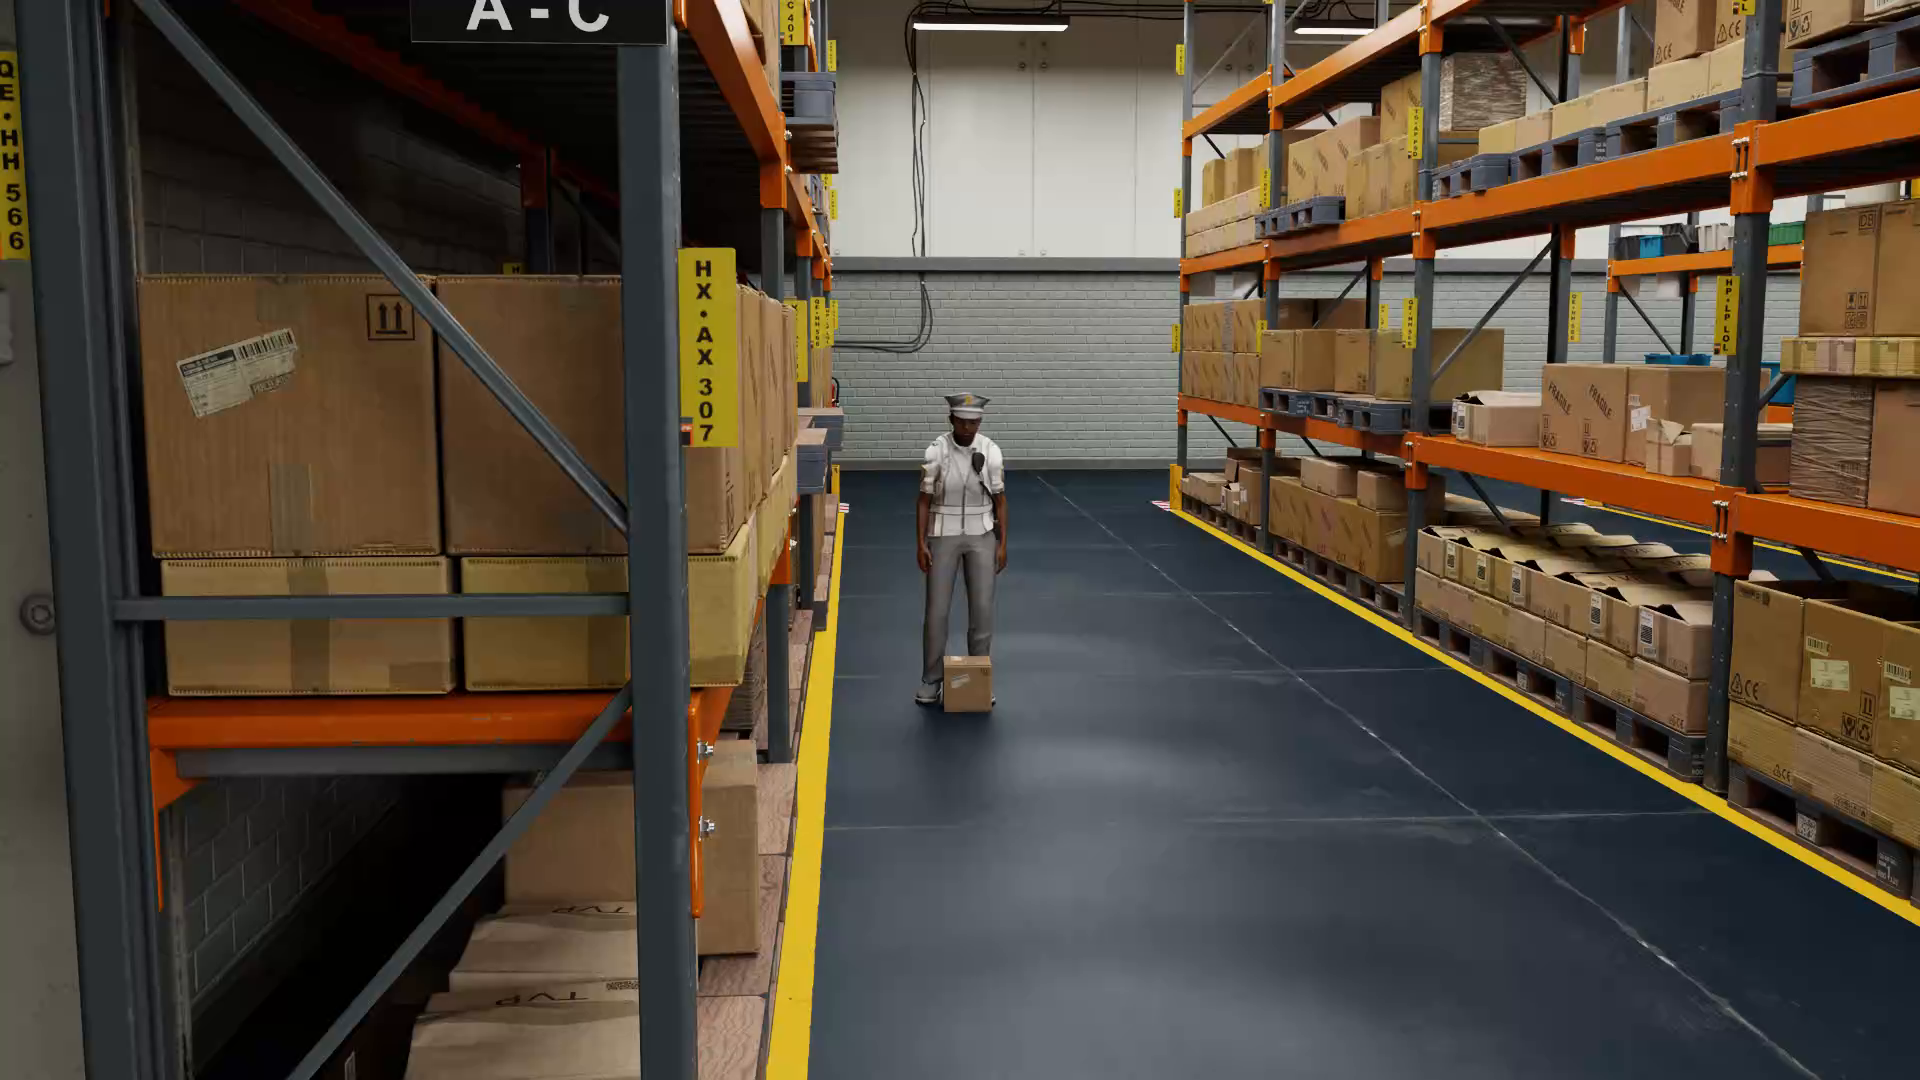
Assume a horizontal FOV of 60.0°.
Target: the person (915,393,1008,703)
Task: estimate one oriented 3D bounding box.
[{"bbox_3d":[0.006,0.036,8.953,0.506,1.660,0.415,0,7,-3],"label":"person"}]
